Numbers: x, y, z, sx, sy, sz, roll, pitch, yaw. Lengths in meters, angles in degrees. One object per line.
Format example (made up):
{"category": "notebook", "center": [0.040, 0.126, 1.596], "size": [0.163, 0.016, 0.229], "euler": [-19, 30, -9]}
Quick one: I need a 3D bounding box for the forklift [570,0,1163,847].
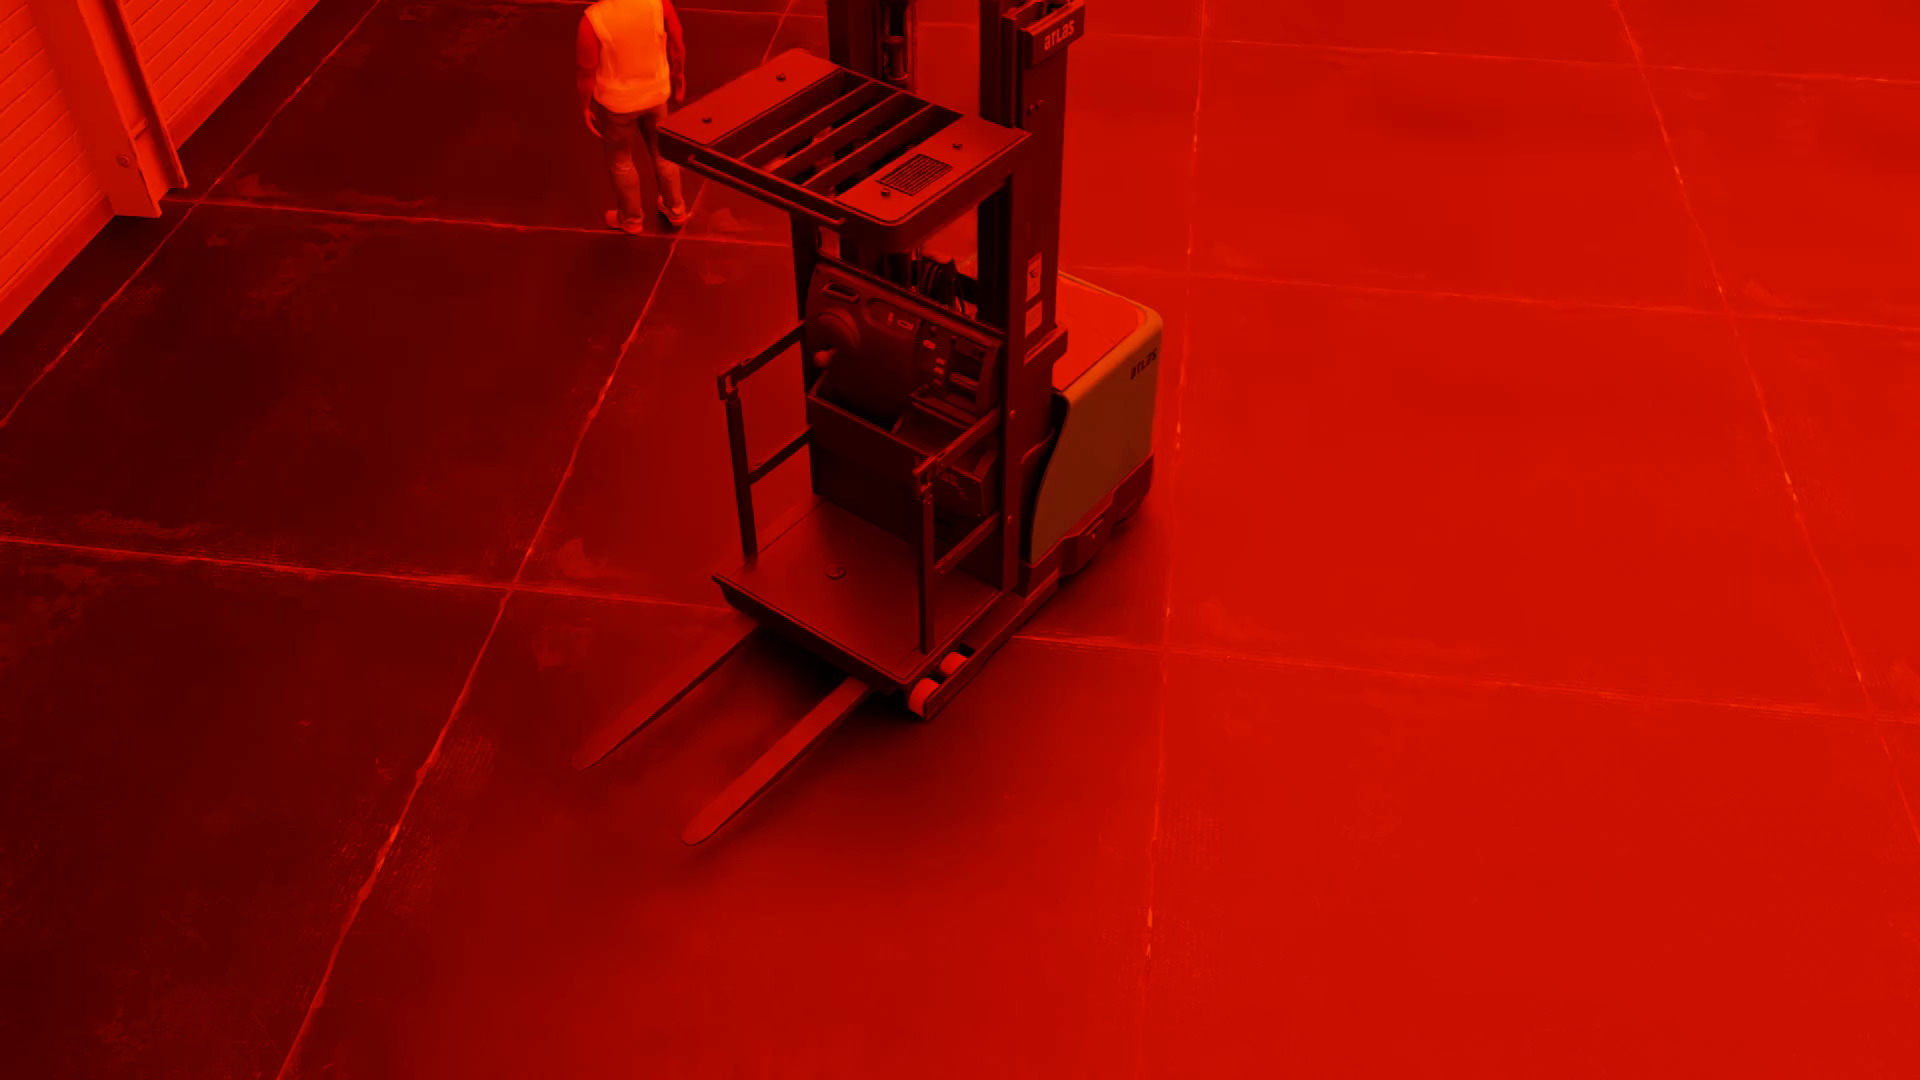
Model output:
{"category": "forklift", "center": [-0.369, -0.705, 6.492], "size": [1.130, 2.935, 3.031], "euler": [27, 49, 26]}

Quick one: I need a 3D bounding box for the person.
{"category": "person", "center": [-1.855, -2.520, 9.341], "size": [0.660, 1.780, 0.497], "euler": [-23, 47, -23]}
